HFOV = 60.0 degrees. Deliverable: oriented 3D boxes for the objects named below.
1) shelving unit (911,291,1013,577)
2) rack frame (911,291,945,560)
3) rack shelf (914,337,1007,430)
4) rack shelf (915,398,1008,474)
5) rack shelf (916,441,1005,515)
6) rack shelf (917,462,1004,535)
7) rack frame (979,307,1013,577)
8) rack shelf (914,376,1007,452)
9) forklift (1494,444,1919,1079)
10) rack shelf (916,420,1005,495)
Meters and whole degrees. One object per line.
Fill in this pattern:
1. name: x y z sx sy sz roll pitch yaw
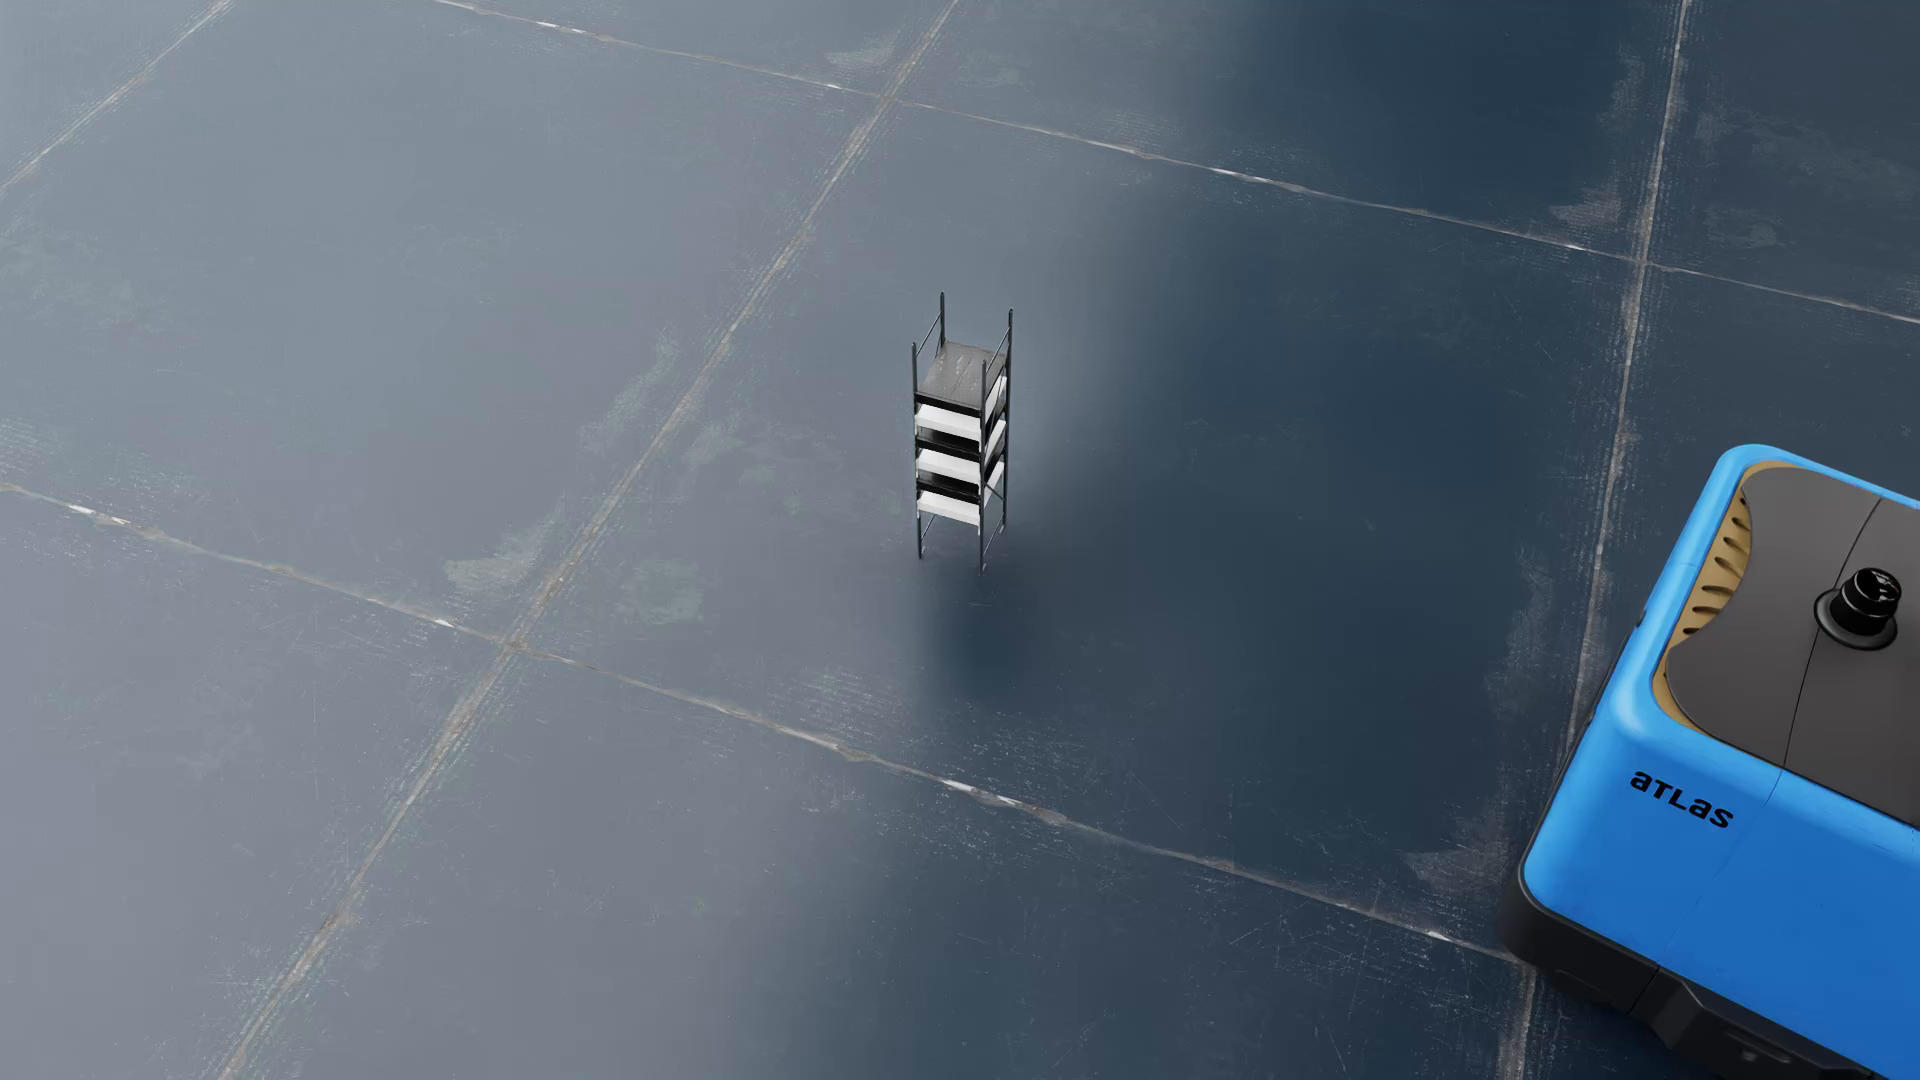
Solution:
1. shelving unit: 0.008 -0.293 4.908 0.210 0.900 0.258 16 51 13
2. rack frame: -0.088 -0.319 4.931 0.006 0.900 0.240 16 51 13
3. rack shelf: 0.008 -0.448 4.729 0.200 0.077 0.258 16 51 13
4. rack shelf: 0.008 -0.330 4.865 0.200 0.077 0.258 16 51 13
5. rack shelf: 0.008 -0.212 5.001 0.200 0.077 0.258 16 51 13
6. rack shelf: 0.008 -0.153 5.069 0.200 0.077 0.258 16 51 13
7. rack frame: 0.103 -0.266 4.885 0.006 0.900 0.240 16 51 13
8. rack shelf: 0.008 -0.389 4.797 0.200 0.077 0.258 16 51 13
9. forklift: 2.900 0.389 2.973 3.031 2.935 1.130 26 54 20
10. rack shelf: 0.008 -0.271 4.933 0.200 0.077 0.258 16 51 13
